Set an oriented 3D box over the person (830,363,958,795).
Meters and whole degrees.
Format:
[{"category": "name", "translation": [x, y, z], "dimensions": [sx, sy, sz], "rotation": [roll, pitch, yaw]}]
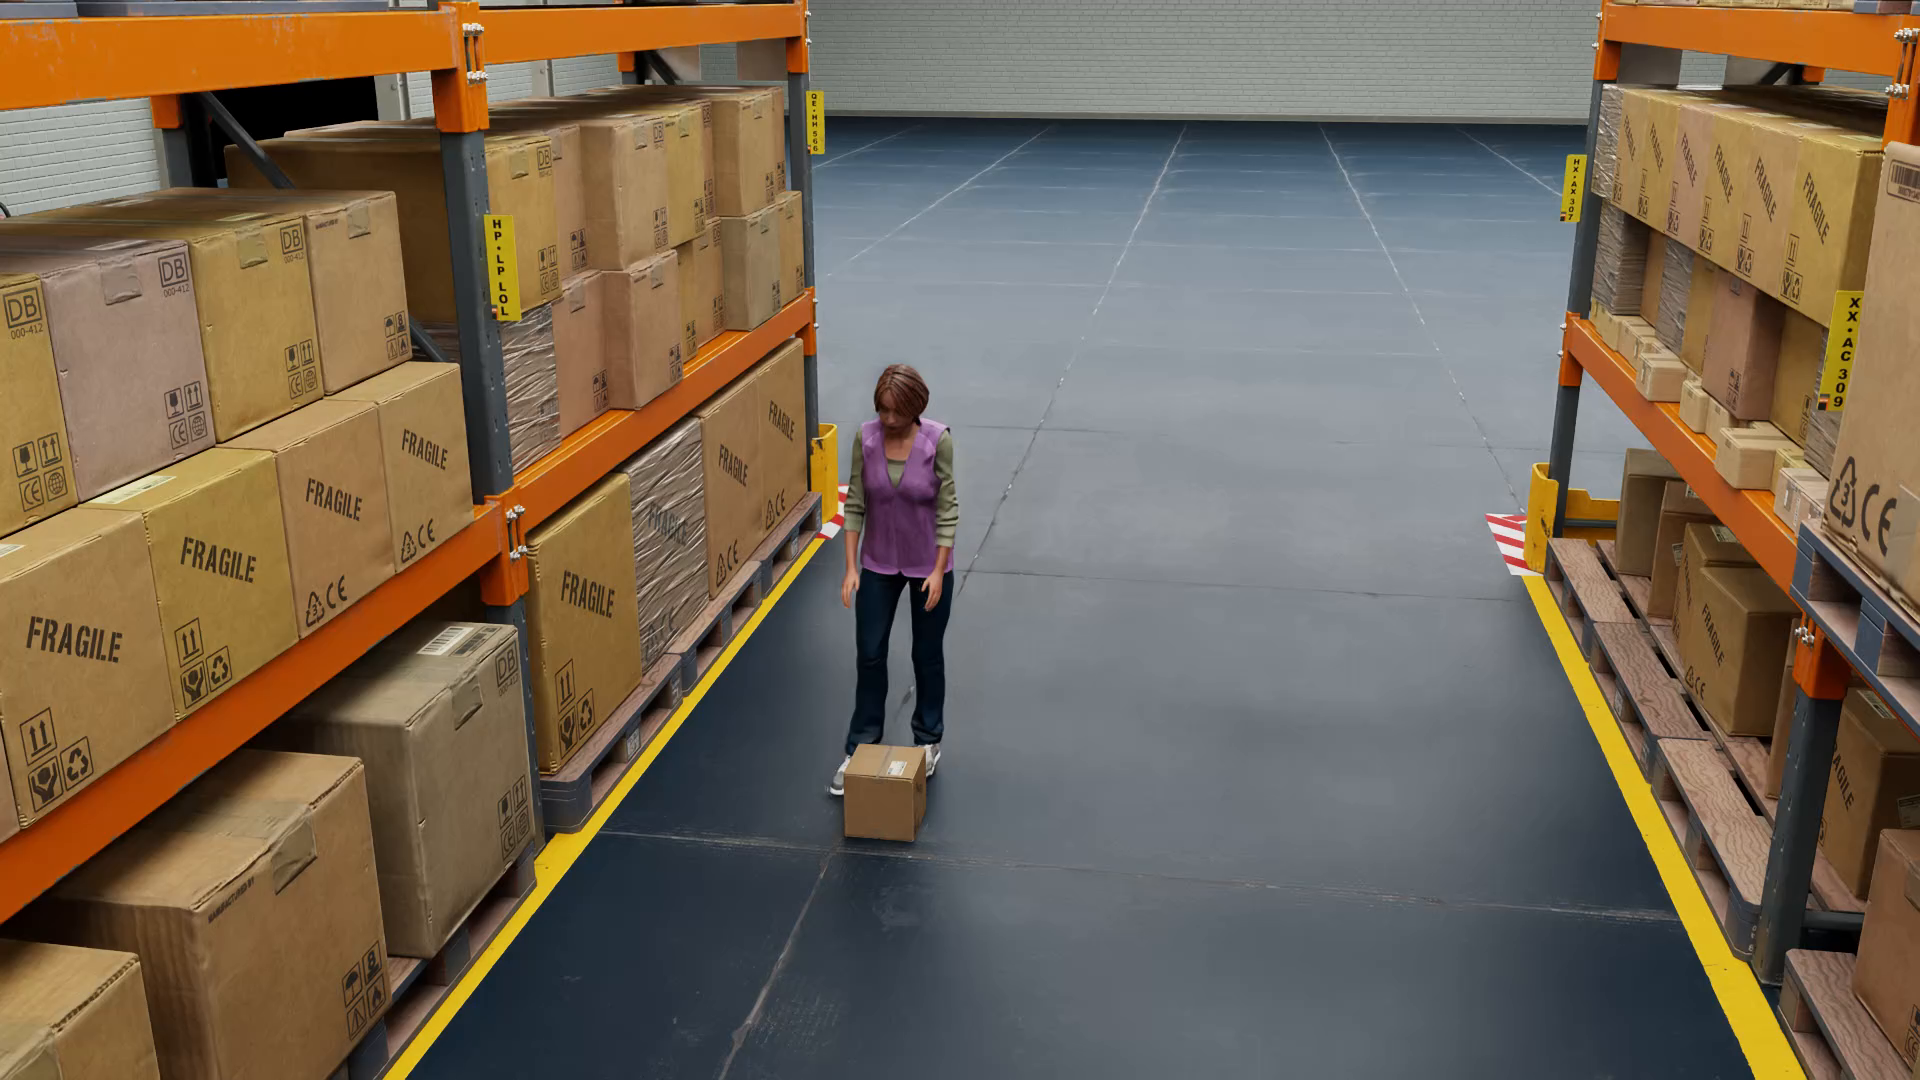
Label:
[{"category": "person", "translation": [-0.233, 0.137, 6.125], "dimensions": [0.452, 1.606, 0.453], "rotation": [3, 18, 9]}]
